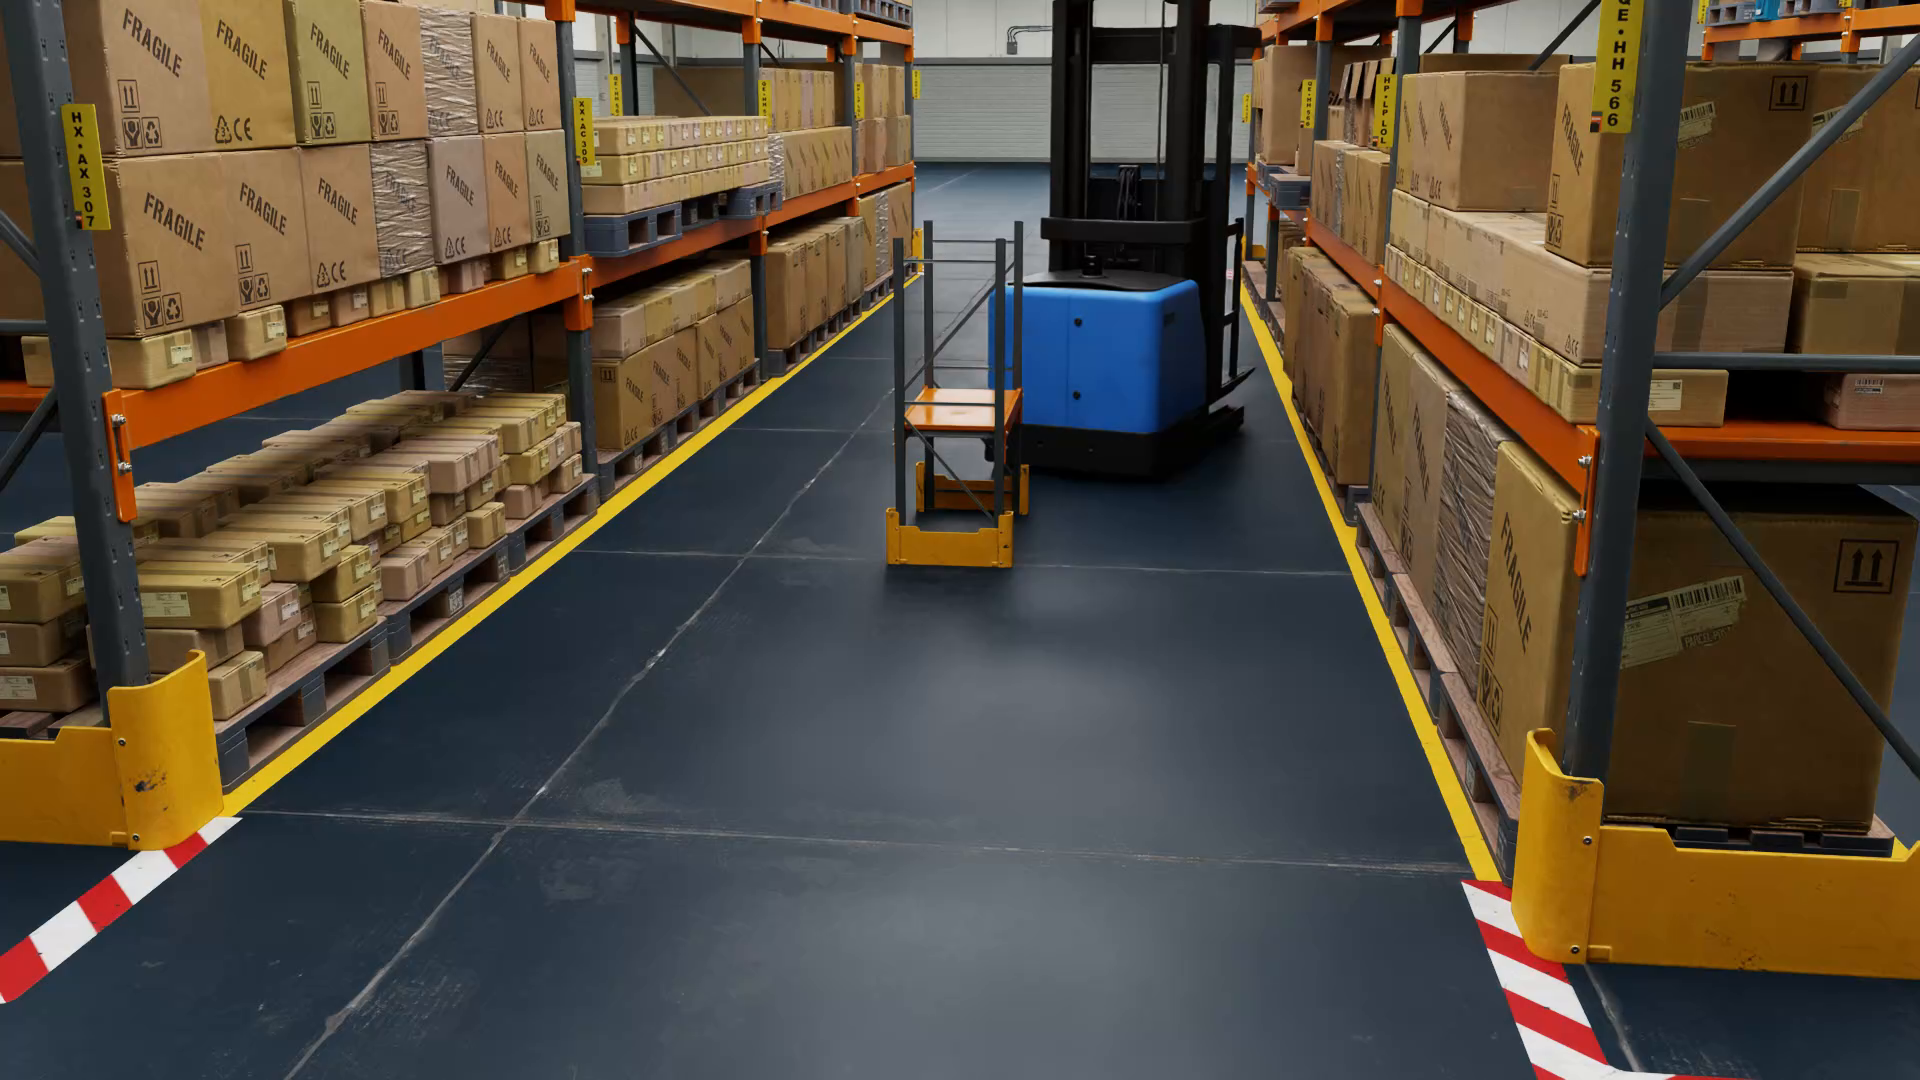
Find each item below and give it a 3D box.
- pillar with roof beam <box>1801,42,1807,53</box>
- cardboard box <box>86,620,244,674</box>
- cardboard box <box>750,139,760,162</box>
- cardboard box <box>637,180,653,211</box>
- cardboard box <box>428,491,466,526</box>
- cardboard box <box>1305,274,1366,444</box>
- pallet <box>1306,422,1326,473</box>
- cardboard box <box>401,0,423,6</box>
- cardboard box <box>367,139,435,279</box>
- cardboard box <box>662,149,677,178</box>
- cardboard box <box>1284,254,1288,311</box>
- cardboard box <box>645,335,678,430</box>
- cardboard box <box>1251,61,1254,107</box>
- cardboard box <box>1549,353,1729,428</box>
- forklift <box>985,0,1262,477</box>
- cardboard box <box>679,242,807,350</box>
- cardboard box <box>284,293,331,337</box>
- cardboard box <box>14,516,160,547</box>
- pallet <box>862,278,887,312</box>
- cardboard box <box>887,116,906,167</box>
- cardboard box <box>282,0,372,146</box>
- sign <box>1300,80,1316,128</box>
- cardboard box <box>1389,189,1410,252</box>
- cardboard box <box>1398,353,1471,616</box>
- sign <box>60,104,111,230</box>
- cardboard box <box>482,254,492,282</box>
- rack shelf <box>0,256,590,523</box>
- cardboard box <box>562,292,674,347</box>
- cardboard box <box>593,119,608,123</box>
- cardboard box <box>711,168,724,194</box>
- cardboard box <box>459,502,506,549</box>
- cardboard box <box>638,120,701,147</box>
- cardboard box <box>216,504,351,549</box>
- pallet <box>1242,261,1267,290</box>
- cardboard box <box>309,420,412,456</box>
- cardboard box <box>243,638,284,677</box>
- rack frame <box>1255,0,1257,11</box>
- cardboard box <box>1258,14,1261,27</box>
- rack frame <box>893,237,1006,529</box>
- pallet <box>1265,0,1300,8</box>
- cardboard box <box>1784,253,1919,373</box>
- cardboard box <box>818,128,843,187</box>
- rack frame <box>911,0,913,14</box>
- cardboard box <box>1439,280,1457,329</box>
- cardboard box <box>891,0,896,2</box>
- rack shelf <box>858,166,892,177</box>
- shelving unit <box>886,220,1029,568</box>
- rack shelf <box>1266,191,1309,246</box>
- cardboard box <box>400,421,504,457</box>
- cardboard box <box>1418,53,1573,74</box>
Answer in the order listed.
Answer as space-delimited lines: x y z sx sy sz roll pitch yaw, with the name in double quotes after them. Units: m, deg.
18.515 -14.722 45.367 9.100 9.000 0.400 2 15 6 "pillar with roof beam"
-2.546 0.316 5.334 0.380 0.149 0.250 2 15 9 "cardboard box"
-1.589 -2.675 11.414 0.380 0.149 0.250 2 15 8 "cardboard box"
-1.882 -1.865 8.990 0.380 0.149 0.250 2 15 7 "cardboard box"
-2.345 -0.164 7.109 0.380 0.149 0.250 1 15 4 "cardboard box"
2.660 -1.026 9.477 1.225 0.875 0.875 1 15 4 "cardboard box"
2.655 -0.624 10.067 1.003 0.211 1.213 2 15 6 "pallet"
-5.996 -5.706 17.490 0.500 0.250 0.500 2 15 7 "cardboard box"
-2.381 -1.284 6.404 0.500 0.500 0.500 1 15 5 "cardboard box"
-1.823 -2.138 9.431 0.380 0.149 0.250 1 15 4 "cardboard box"
3.247 -2.250 14.681 0.700 0.500 0.500 2 15 6 "cardboard box"
-2.004 -0.940 9.877 0.500 0.500 0.500 2 15 9 "cardboard box"
3.529 -5.103 18.611 0.500 0.500 0.500 2 15 6 "cardboard box"
1.769 -0.394 4.354 0.380 0.149 0.250 2 15 7 "cardboard box"
1.193 -2.106 10.337 1.130 2.935 3.031 6 16 23 "forklift"
-1.800 -1.933 13.068 1.050 0.750 0.750 1 15 5 "cardboard box"
-2.479 -0.815 5.911 0.380 0.149 0.250 2 15 6 "cardboard box"
-3.064 0.021 5.853 0.380 0.149 0.250 1 15 5 "cardboard box"
-1.343 -2.547 17.176 1.003 0.211 1.213 2 15 6 "pallet"
-1.092 -4.567 19.018 0.875 0.550 0.550 2 15 6 "cardboard box"
-2.414 -1.634 5.782 0.500 0.500 0.500 1 15 5 "cardboard box"
2.419 -3.022 11.527 0.100 0.325 0.005 2 15 6 "sign"
2.195 -1.408 7.339 0.500 0.250 0.500 1 15 5 "cardboard box"
2.252 -0.226 6.516 0.875 0.875 0.875 2 15 6 "cardboard box"
-2.321 -0.988 4.409 0.100 0.325 0.005 2 15 6 "sign"
-2.316 -1.218 7.403 0.380 0.149 0.250 1 15 5 "cardboard box"
-2.635 -0.757 6.594 1.077 0.370 4.000 2 15 6 "rack shelf"
-2.006 -1.303 9.783 0.500 0.250 0.500 2 15 8 "cardboard box"
-2.381 -2.509 10.233 0.380 0.149 0.250 1 15 5 "cardboard box"
-1.707 -2.268 10.480 0.380 0.149 0.250 2 15 8 "cardboard box"
-2.231 -0.069 7.329 0.380 0.149 0.250 2 15 6 "cardboard box"
-1.763 -2.416 9.886 0.380 0.149 0.250 2 15 8 "cardboard box"
-2.451 -0.029 6.039 0.380 0.149 0.250 1 15 4 "cardboard box"
3.727 -2.988 18.807 1.003 0.211 1.213 2 15 6 "pallet"
-2.730 -0.449 7.592 0.380 0.149 0.250 1 15 5 "cardboard box"
-2.535 0.391 5.626 0.380 0.149 0.250 2 15 6 "cardboard box"
3.862 -7.459 18.508 1.000 3.000 0.127 2 15 6 "rack frame"
3.499 -5.687 17.990 0.500 0.250 0.500 1 15 5 "cardboard box"
-0.048 -0.614 7.561 0.500 1.500 0.032 2 15 6 "rack frame"
3.121 -4.457 13.511 1.213 0.211 1.003 2 15 6 "pallet"
2.379 -0.601 4.356 0.500 0.250 0.500 1 15 5 "cardboard box"
-1.357 -3.472 15.064 0.500 0.500 0.500 2 15 6 "cardboard box"
-1.055 -7.631 19.145 1.000 3.000 0.127 2 15 6 "rack frame"
1.970 -0.858 6.071 0.380 0.149 0.250 1 15 5 "cardboard box"
-0.900 -5.887 17.927 0.380 0.149 0.250 2 15 7 "cardboard box"
-1.281 -3.964 18.078 0.919 0.124 3.809 2 15 6 "rack shelf"
0.009 -0.744 8.039 0.587 1.500 1.083 2 15 6 "shelving unit"
3.185 -2.660 13.630 1.077 0.370 4.000 2 15 6 "rack shelf"
-2.308 -0.440 7.559 0.380 0.149 0.250 2 15 8 "cardboard box"
2.572 -2.149 8.250 0.797 0.503 0.637 1 15 5 "cardboard box"
